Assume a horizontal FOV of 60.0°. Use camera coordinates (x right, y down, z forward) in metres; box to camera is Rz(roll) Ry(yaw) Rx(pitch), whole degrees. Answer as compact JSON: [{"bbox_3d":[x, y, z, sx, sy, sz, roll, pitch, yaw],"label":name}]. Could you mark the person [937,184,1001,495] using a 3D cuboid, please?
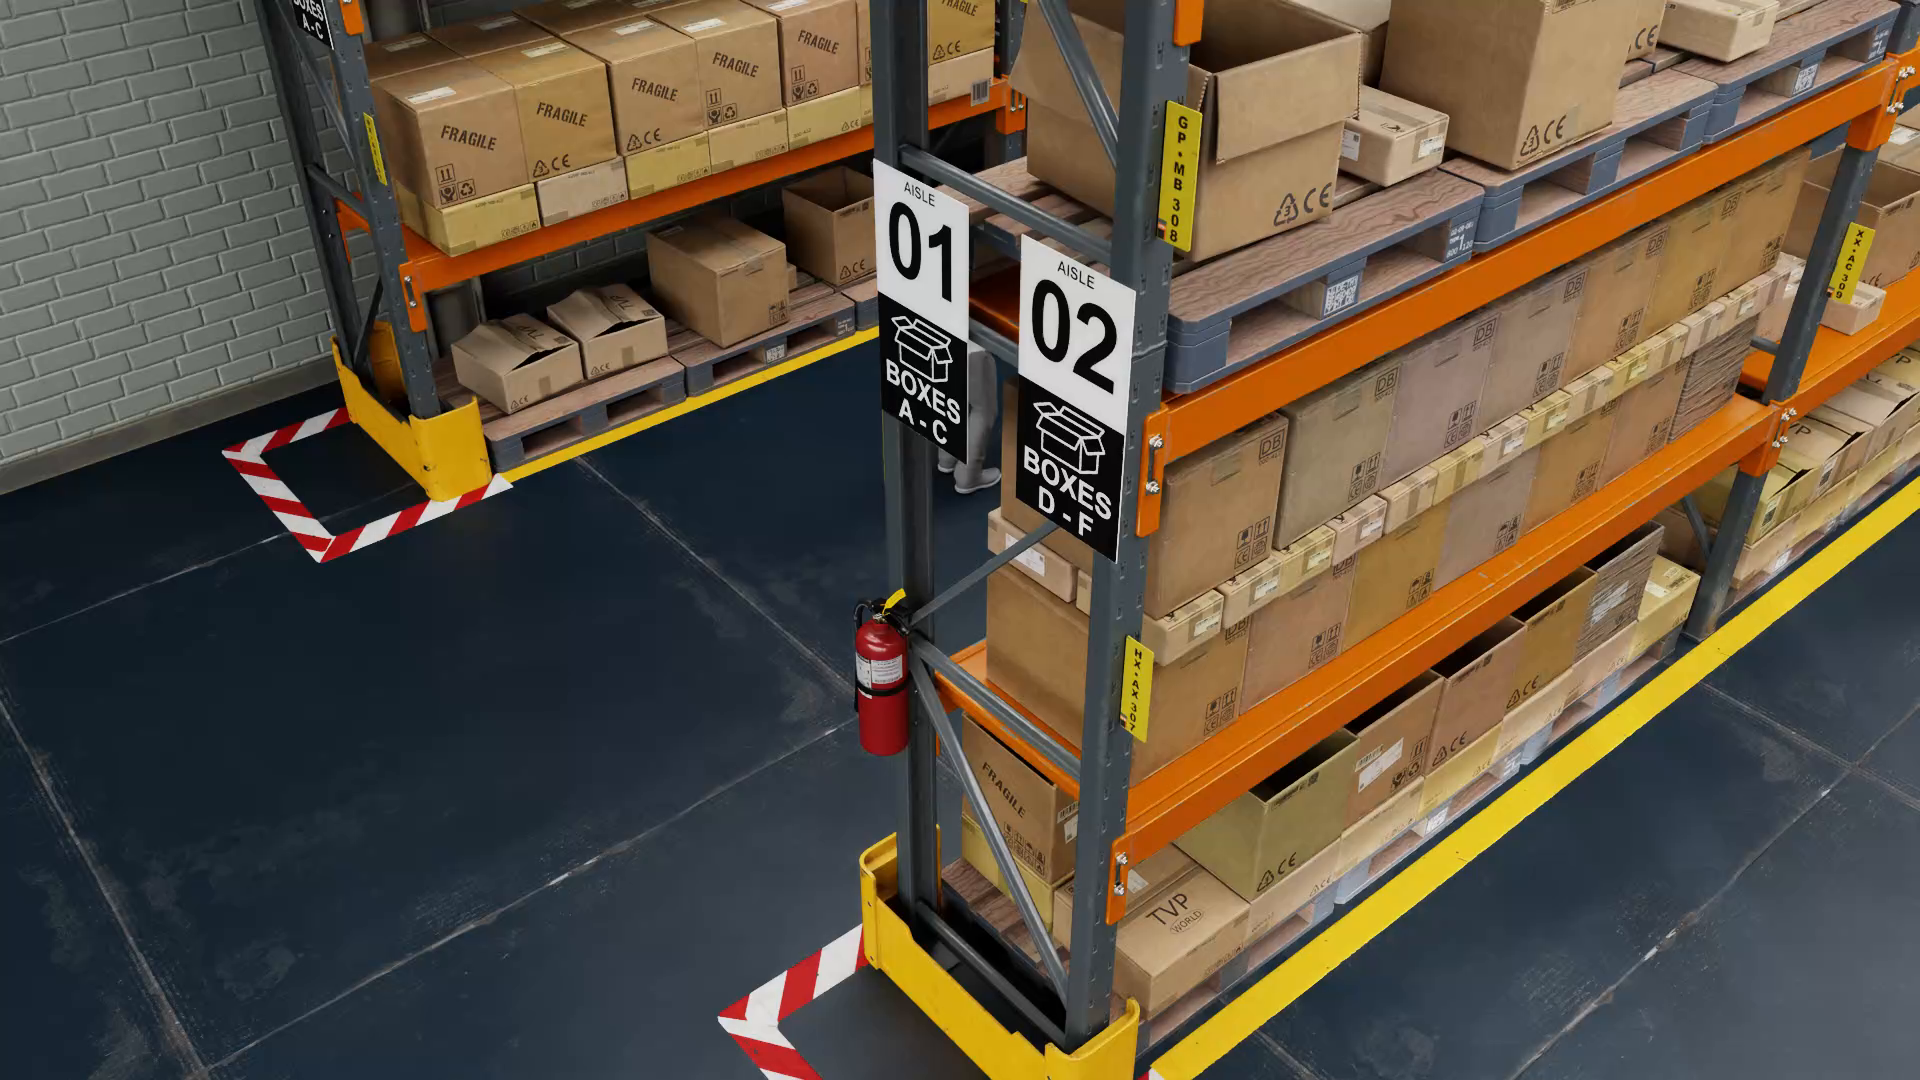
[{"bbox_3d":[0.010,-1.025,8.481,0.428,1.658,0.528,-29,45,-34],"label":"person"}]
